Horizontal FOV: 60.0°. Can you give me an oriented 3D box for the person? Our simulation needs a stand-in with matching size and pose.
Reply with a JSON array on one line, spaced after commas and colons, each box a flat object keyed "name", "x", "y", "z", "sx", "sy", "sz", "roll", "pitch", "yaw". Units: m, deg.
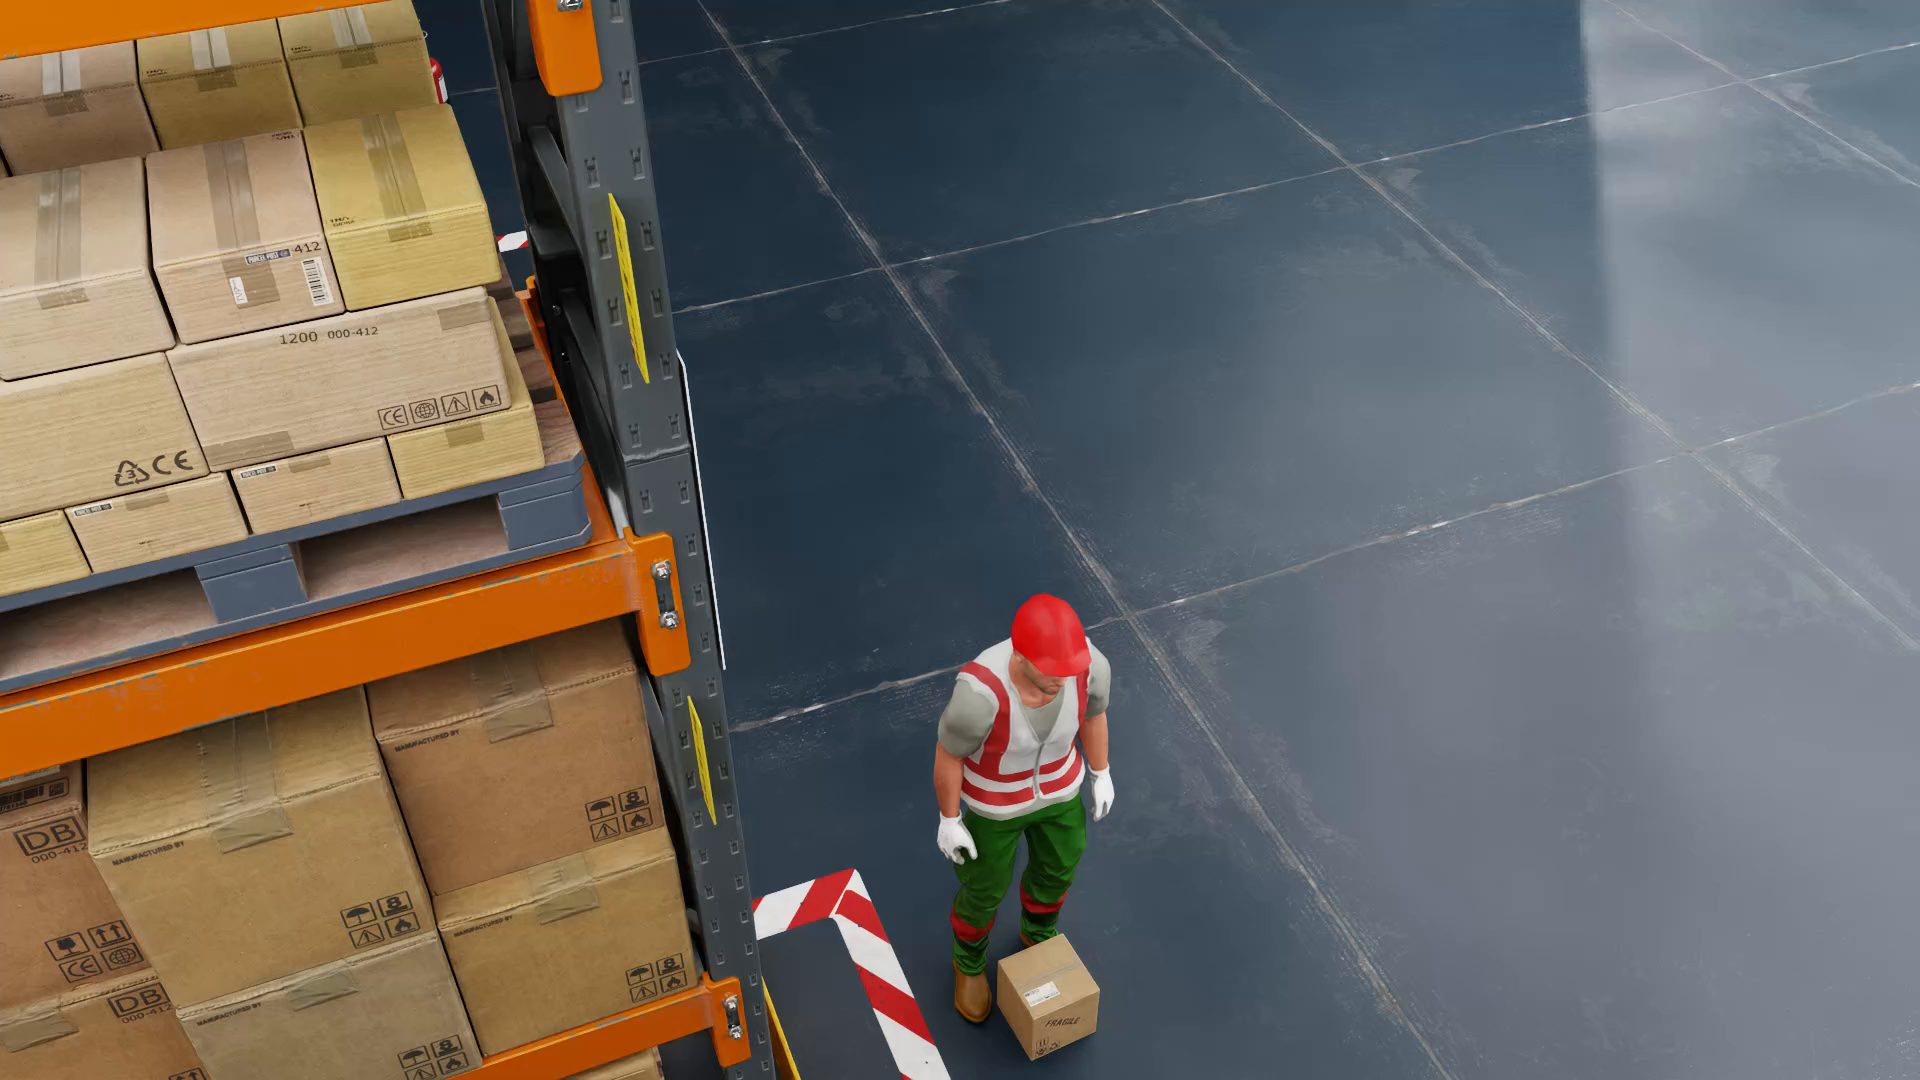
[{"name": "person", "x": 0.206, "y": 0.818, "z": 5.219, "sx": 0.607, "sy": 1.779, "sz": 0.452, "roll": -15, "pitch": 44, "yaw": -17}]
